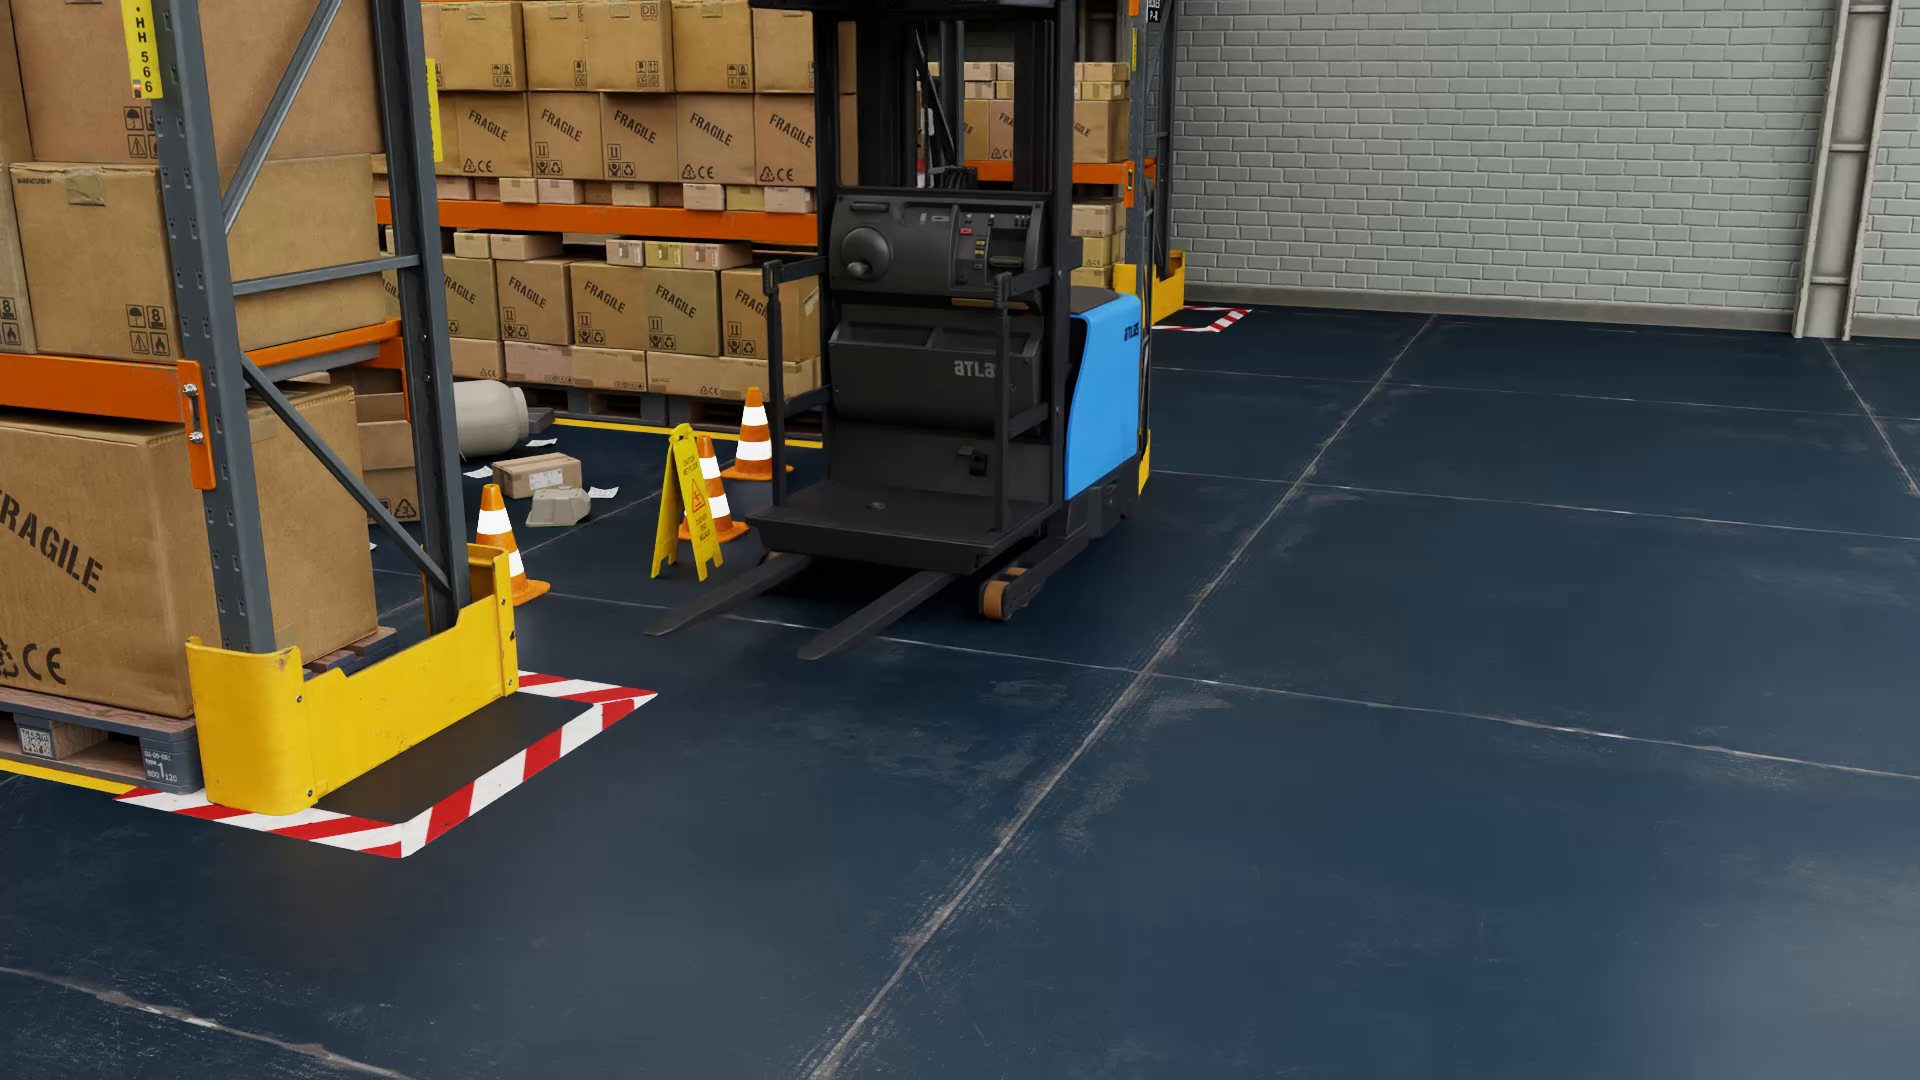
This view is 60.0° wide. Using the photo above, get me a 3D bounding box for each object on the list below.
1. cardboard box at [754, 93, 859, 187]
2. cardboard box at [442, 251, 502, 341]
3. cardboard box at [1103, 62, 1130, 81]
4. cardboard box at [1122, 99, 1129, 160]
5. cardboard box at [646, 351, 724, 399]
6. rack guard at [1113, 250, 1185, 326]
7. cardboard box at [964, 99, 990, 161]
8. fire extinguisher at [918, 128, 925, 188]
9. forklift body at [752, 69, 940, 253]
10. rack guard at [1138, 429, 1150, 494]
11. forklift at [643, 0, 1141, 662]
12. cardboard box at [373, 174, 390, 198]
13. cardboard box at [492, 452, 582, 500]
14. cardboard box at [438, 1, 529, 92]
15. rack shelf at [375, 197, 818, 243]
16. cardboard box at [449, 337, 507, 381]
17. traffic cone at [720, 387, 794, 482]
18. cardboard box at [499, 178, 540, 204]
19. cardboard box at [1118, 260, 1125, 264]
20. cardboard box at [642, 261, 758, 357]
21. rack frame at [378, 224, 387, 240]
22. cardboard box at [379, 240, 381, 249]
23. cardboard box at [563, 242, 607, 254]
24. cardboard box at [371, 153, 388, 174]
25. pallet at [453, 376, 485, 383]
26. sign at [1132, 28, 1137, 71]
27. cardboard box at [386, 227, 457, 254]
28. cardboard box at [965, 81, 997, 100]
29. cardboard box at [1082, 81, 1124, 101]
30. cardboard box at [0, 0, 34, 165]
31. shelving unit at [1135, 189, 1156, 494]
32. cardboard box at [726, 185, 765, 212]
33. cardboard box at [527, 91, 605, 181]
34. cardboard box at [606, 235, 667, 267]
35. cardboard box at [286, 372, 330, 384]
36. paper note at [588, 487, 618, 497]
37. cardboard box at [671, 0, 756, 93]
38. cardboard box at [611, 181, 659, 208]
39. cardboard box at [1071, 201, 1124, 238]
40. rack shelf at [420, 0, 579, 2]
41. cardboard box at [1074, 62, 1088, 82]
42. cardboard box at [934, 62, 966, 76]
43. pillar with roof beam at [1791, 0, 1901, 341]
[{"bbox_3d":[-0.819,-2.265,9.383,0.500,0.500,0.500,6,17,20],"label":"cardboard box"},{"bbox_3d":[-2.982,-1.559,10.496,0.500,0.500,0.500,7,18,23],"label":"cardboard box"},{"bbox_3d":[1.371,-3.970,14.092,0.250,0.149,0.380,6,17,20],"label":"cardboard box"},{"bbox_3d":[1.246,-3.549,14.338,0.500,0.500,0.500,7,18,22],"label":"cardboard box"},{"bbox_3d":[-1.543,-1.039,10.052,0.500,0.250,0.500,6,17,21],"label":"cardboard box"},{"bbox_3d":[1.627,-2.175,14.269,0.348,0.500,1.175,6,17,21],"label":"rack guard"},{"bbox_3d":[0.094,-3.516,14.225,0.500,0.500,0.500,6,17,20],"label":"cardboard box"},{"bbox_3d":[-0.276,-1.922,9.052,0.183,0.674,0.296,6,17,21],"label":"fire extinguisher"},{"bbox_3d":[-0.829,-2.691,13.086,1.214,2.155,2.313,6,17,21],"label":"forklift body"},{"bbox_3d":[0.903,-0.390,8.568,0.087,0.250,0.587,4,17,12],"label":"rack guard"},{"bbox_3d":[-0.187,-1.219,6.616,1.130,2.935,3.031,7,18,23],"label":"forklift"},{"bbox_3d":[-3.505,-2.251,10.498,0.250,0.149,0.380,7,18,22],"label":"cardboard box"},{"bbox_3d":[-2.173,-0.331,8.548,0.380,0.149,0.250,-12,20,-37],"label":"cardboard box"},{"bbox_3d":[-2.680,-2.953,9.958,0.500,0.500,0.700,6,17,19],"label":"cardboard box"},{"bbox_3d":[-2.074,-1.949,10.298,4.000,0.370,1.077,6,17,21],"label":"rack shelf"},{"bbox_3d":[-2.984,-1.198,10.600,0.500,0.250,0.500,7,18,24],"label":"cardboard box"},{"bbox_3d":[-1.086,-0.581,8.846,0.334,0.463,0.336,6,17,21],"label":"traffic cone"},{"bbox_3d":[-2.572,-2.130,10.081,0.250,0.149,0.380,6,17,21],"label":"cardboard box"},{"bbox_3d":[1.220,-2.360,14.602,0.500,0.250,0.500,6,17,21],"label":"cardboard box"},{"bbox_3d":[-1.541,-1.398,9.944,0.500,0.500,0.500,7,18,23],"label":"cardboard box"},{"bbox_3d":[-3.934,-2.499,10.903,0.127,3.000,1.000,6,17,21],"label":"rack frame"},{"bbox_3d":[-6.310,-3.185,16.995,0.500,0.500,0.500,7,18,22],"label":"cardboard box"},{"bbox_3d":[-2.336,-1.646,10.798,0.500,0.500,0.500,7,18,24],"label":"cardboard box"},{"bbox_3d":[-3.627,-2.573,10.443,0.500,0.500,0.500,6,17,20],"label":"cardboard box"},{"bbox_3d":[-3.296,-1.101,11.086,1.213,0.211,1.003,6,17,21],"label":"pallet"},{"bbox_3d":[1.393,-3.908,13.255,0.005,0.325,0.100,6,17,21],"label":"sign"},{"bbox_3d":[-3.390,-1.893,10.486,0.250,0.149,0.380,7,17,21],"label":"cardboard box"},{"bbox_3d":[0.220,-3.804,14.055,0.250,0.149,0.380,6,17,19],"label":"cardboard box"},{"bbox_3d":[1.179,-3.700,13.696,0.250,0.149,0.380,7,17,21],"label":"cardboard box"},{"bbox_3d":[-2.812,-1.467,5.141,0.550,0.550,0.875,6,17,21],"label":"cardboard box"},{"bbox_3d":[0.417,-1.020,8.498,1.083,1.500,0.587,4,17,12],"label":"shelving unit"},{"bbox_3d":[-1.147,-1.981,9.569,0.250,0.149,0.380,6,17,20],"label":"cardboard box"},{"bbox_3d":[-2.212,-2.426,9.938,0.500,0.500,0.500,6,17,21],"label":"cardboard box"},{"bbox_3d":[-1.897,-1.731,9.928,0.250,0.149,0.380,7,18,23],"label":"cardboard box"},{"bbox_3d":[-3.649,-0.573,8.502,0.503,0.637,0.797,6,17,21],"label":"cardboard box"},{"bbox_3d":[-1.823,-0.245,8.462,0.142,0.019,0.148,0,16,1],"label":"paper note"},{"bbox_3d":[-1.236,-2.811,9.468,0.500,0.500,0.700,6,17,21],"label":"cardboard box"},{"bbox_3d":[-1.855,-2.065,9.857,0.250,0.149,0.380,6,17,20],"label":"cardboard box"},{"bbox_3d":[1.062,-2.705,13.998,0.500,0.250,0.500,7,18,22],"label":"cardboard box"},{"bbox_3d":[-3.977,-5.087,15.725,4.000,0.370,1.077,6,17,21],"label":"rack shelf"},{"bbox_3d":[0.953,-3.879,13.780,0.250,0.149,0.380,6,17,21],"label":"cardboard box"},{"bbox_3d":[-0.030,-3.967,14.081,0.250,0.149,0.380,7,17,22],"label":"cardboard box"},{"bbox_3d":[5.290,-4.834,8.183,0.400,9.000,9.100,6,17,21],"label":"pillar with roof beam"}]
